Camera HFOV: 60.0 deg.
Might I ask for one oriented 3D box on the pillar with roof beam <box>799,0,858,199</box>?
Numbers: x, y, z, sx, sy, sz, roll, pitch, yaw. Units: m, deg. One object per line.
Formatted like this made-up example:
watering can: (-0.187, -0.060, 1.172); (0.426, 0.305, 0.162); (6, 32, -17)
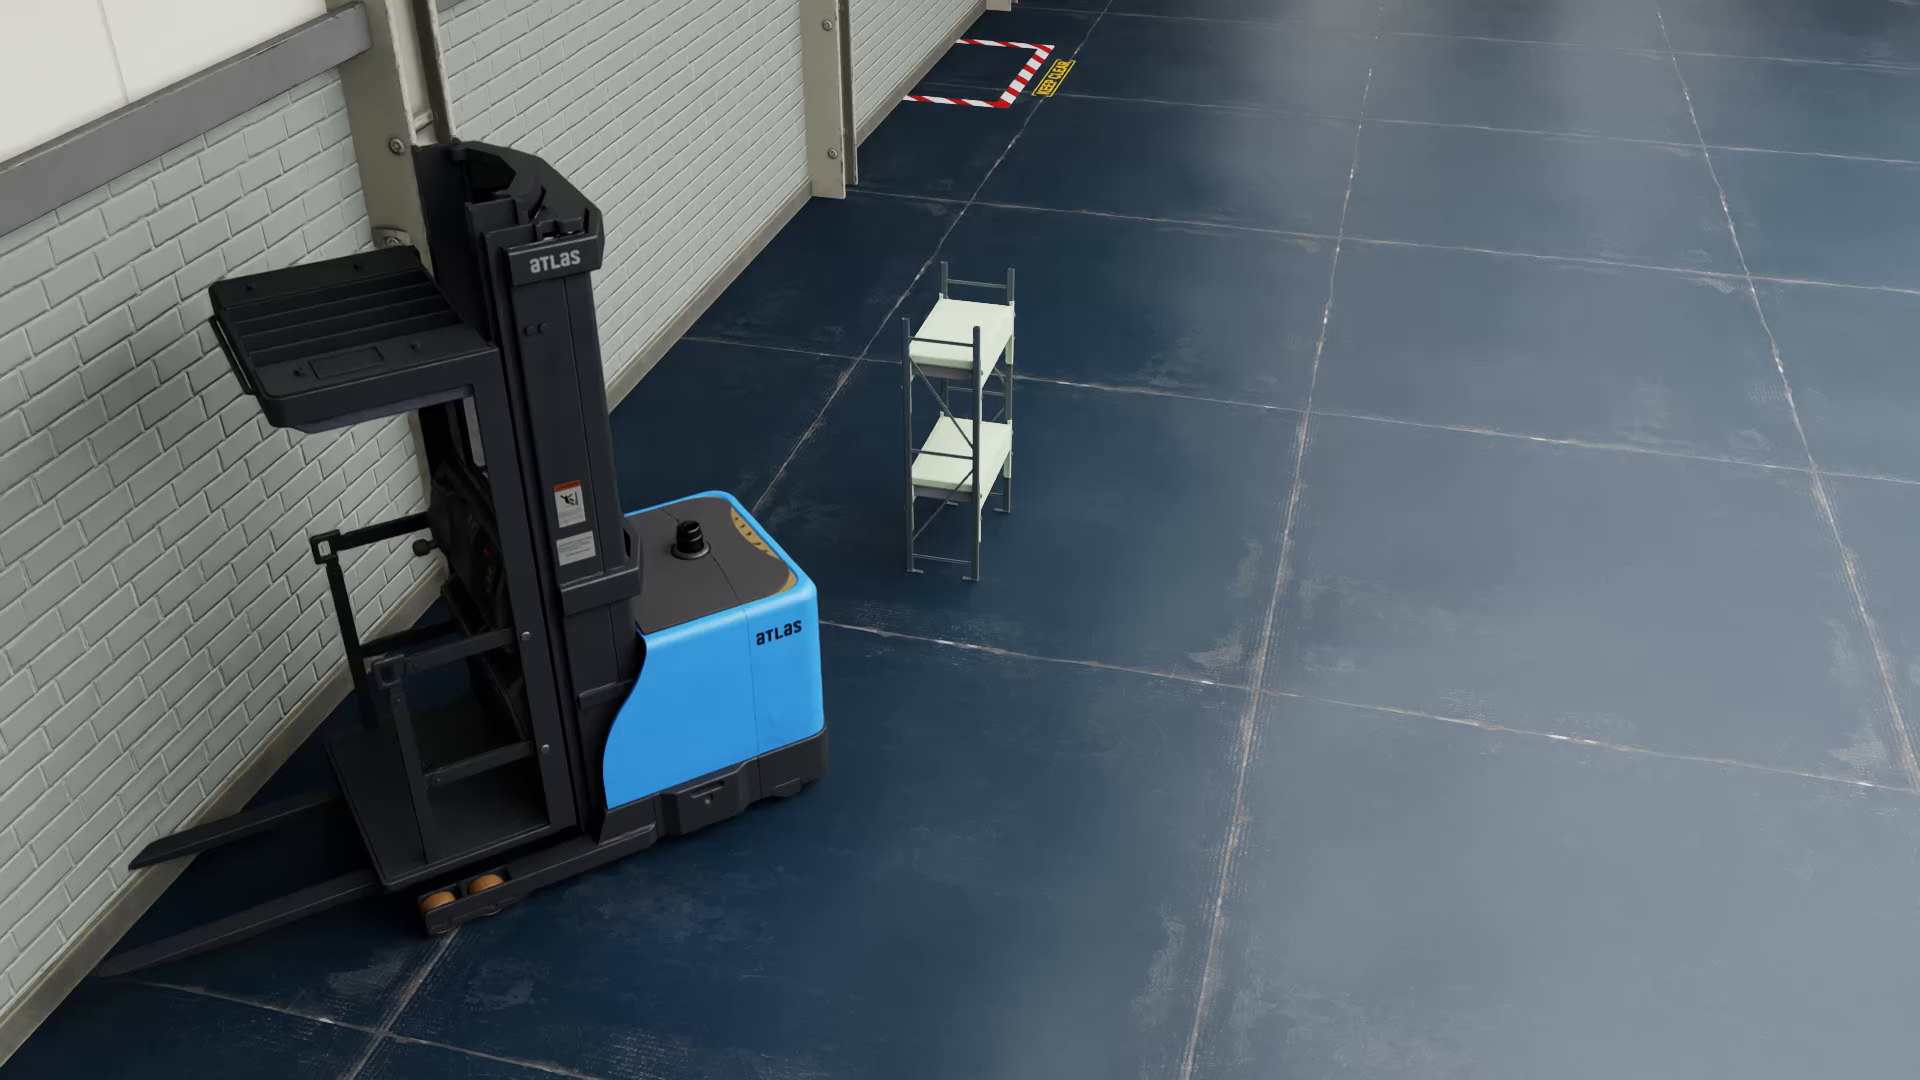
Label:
pillar with roof beam: (3.102, -6.157, 10.618); (9.100, 9.000, 0.400); (8, 33, 12)

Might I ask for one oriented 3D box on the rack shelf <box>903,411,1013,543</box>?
rack shelf: (-0.002, -0.354, 9.087); (0.431, 0.370, 0.720); (8, 33, 12)

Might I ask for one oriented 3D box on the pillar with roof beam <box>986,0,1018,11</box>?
pillar with roof beam: (4.625, -9.271, 15.515); (9.100, 9.000, 0.400); (8, 33, 12)

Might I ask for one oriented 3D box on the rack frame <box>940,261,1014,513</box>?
rack frame: (0.091, -0.819, 9.211); (0.400, 1.500, 0.023); (8, 33, 12)

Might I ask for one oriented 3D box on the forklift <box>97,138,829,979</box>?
forklift: (-2.126, 0.043, 6.520); (3.031, 2.935, 1.130); (-18, 36, -25)

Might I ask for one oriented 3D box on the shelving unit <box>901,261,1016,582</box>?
shelving unit: (-0.002, -0.629, 8.912); (0.431, 1.500, 0.755); (8, 33, 12)

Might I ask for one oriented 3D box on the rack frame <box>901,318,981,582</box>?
rack frame: (-0.095, -0.440, 8.613); (0.400, 1.500, 0.023); (8, 33, 12)

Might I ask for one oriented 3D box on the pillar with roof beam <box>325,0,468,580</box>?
pillar with roof beam: (1.579, -3.044, 5.720); (9.100, 9.000, 0.400); (8, 33, 12)

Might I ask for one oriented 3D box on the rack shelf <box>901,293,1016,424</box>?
rack shelf: (-0.002, -0.959, 8.703); (0.431, 0.370, 0.720); (8, 33, 12)
